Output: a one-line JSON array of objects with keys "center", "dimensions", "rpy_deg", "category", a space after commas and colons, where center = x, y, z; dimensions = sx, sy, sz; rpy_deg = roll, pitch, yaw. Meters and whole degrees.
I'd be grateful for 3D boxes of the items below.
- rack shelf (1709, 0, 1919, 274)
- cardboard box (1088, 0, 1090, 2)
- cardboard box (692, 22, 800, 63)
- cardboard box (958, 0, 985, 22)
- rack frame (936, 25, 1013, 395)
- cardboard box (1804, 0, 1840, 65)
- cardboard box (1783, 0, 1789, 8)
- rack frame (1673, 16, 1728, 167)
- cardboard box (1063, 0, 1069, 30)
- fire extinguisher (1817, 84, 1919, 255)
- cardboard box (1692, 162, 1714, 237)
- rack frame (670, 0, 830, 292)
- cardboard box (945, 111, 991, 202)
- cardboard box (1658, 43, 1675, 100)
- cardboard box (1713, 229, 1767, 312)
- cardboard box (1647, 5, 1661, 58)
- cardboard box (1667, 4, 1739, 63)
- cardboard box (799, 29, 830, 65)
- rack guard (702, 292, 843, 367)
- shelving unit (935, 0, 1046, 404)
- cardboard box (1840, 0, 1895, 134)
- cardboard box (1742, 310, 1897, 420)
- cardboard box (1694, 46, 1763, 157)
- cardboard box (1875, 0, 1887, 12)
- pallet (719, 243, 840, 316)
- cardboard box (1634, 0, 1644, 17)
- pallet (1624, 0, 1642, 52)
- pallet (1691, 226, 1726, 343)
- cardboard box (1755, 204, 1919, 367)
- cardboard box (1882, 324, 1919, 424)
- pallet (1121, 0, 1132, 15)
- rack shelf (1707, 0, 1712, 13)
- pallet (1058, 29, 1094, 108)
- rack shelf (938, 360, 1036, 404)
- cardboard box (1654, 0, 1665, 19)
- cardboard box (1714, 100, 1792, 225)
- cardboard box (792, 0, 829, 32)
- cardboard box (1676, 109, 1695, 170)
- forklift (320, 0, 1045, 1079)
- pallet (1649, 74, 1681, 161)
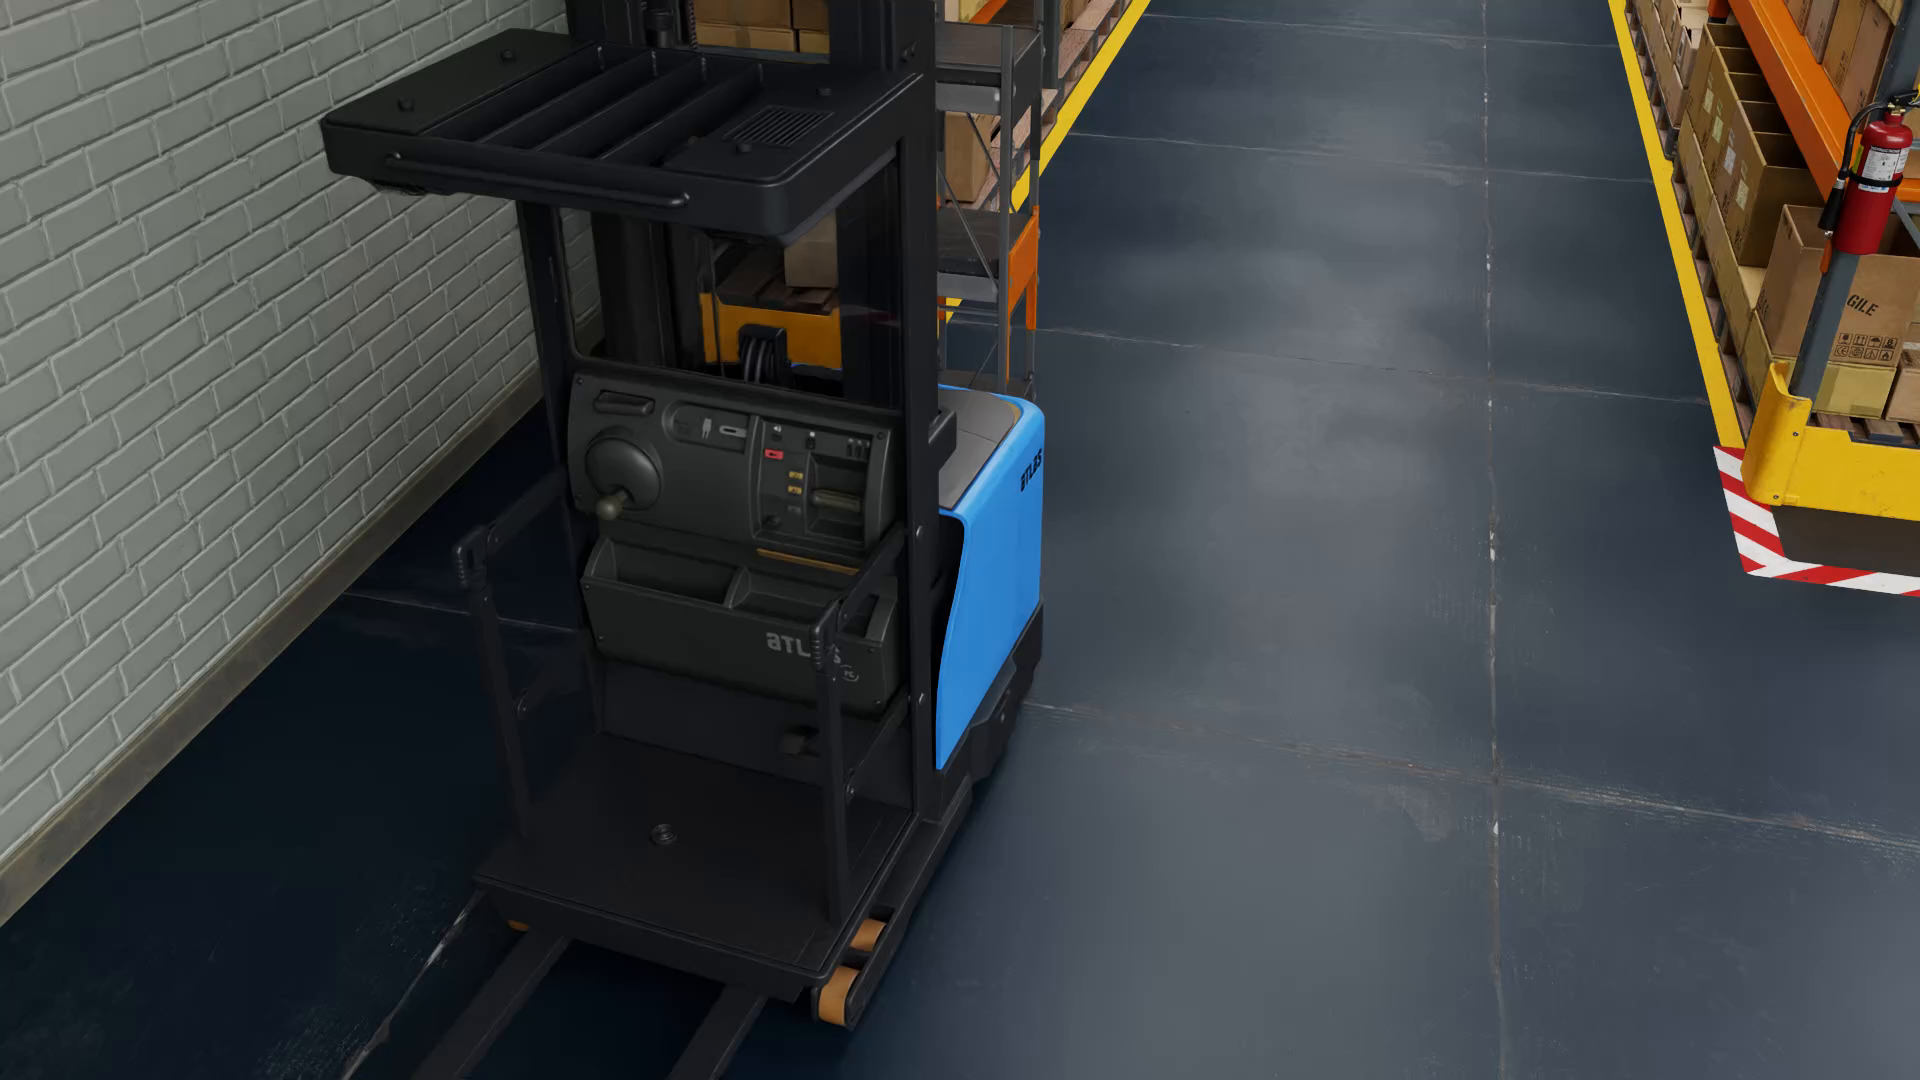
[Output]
[{"center": [4.445, -2.183, 8.058], "dimensions": [1.077, 0.370, 4.000], "rpy_deg": [8, 33, 12], "category": "rack shelf"}, {"center": [0.701, -4.509, 12.967], "dimensions": [0.700, 0.500, 0.500], "rpy_deg": [8, 33, 12], "category": "cardboard box"}, {"center": [-0.924, -2.335, 7.748], "dimensions": [0.500, 0.250, 0.500], "rpy_deg": [8, 33, 13], "category": "cardboard box"}, {"center": [-0.171, -2.811, 8.497], "dimensions": [0.500, 0.250, 0.500], "rpy_deg": [8, 33, 12], "category": "cardboard box"}, {"center": [-0.020, -0.845, 6.123], "dimensions": [0.400, 2.100, 0.015], "rpy_deg": [8, 33, 12], "category": "rack frame"}, {"center": [4.459, -2.535, 7.848], "dimensions": [0.700, 0.500, 0.500], "rpy_deg": [9, 34, 14], "category": "cardboard box"}, {"center": [4.719, -3.061, 8.675], "dimensions": [0.700, 0.500, 0.500], "rpy_deg": [8, 33, 12], "category": "cardboard box"}, {"center": [4.953, -3.524, 9.498], "dimensions": [1.000, 3.000, 0.127], "rpy_deg": [8, 33, 12], "category": "rack frame"}, {"center": [0.414, -3.987, 12.145], "dimensions": [0.700, 0.500, 0.500], "rpy_deg": [7, 33, 11], "category": "cardboard box"}, {"center": [3.458, -1.418, 6.256], "dimensions": [0.296, 0.674, 0.183], "rpy_deg": [8, 33, 12], "category": "fire extinguisher"}, {"center": [4.278, -1.824, 8.995], "dimensions": [0.500, 0.250, 0.500], "rpy_deg": [8, 33, 12], "category": "cardboard box"}, {"center": [-0.855, -2.121, 7.290], "dimensions": [1.000, 3.000, 0.127], "rpy_deg": [8, 33, 12], "category": "rack frame"}, {"center": [-0.213, -2.268, 9.442], "dimensions": [0.700, 0.500, 0.500], "rpy_deg": [6, 33, 9], "category": "cardboard box"}, {"center": [4.908, -3.058, 10.936], "dimensions": [0.500, 0.250, 0.500], "rpy_deg": [8, 33, 12], "category": "cardboard box"}, {"center": [4.028, -1.305, 8.178], "dimensions": [0.500, 0.250, 0.500], "rpy_deg": [8, 33, 12], "category": "cardboard box"}, {"center": [5.168, -3.587, 11.769], "dimensions": [0.500, 0.250, 0.500], "rpy_deg": [9, 33, 13], "category": "cardboard box"}, {"center": [4.904, -3.298, 10.790], "dimensions": [0.500, 0.311, 0.500], "rpy_deg": [9, 34, 14], "category": "cardboard box"}, {"center": [-0.424, -2.276, 7.656], "dimensions": [0.500, 0.250, 0.500], "rpy_deg": [7, 33, 11], "category": "cardboard box"}, {"center": [-0.836, -1.106, 8.023], "dimensions": [1.175, 0.500, 0.348], "rpy_deg": [8, 33, 12], "category": "rack guard"}, {"center": [0.042, -0.972, 6.322], "dimensions": [0.431, 2.100, 0.503], "rpy_deg": [8, 33, 12], "category": "shelving unit"}, {"center": [4.197, -2.004, 7.014], "dimensions": [0.700, 0.500, 0.500], "rpy_deg": [9, 34, 14], "category": "cardboard box"}, {"center": [3.788, -0.784, 7.359], "dimensions": [0.500, 0.250, 0.500], "rpy_deg": [8, 33, 12], "category": "cardboard box"}, {"center": [4.413, -2.399, 9.200], "dimensions": [0.500, 0.500, 0.500], "rpy_deg": [8, 33, 12], "category": "cardboard box"}, {"center": [3.980, -2.257, 6.807], "dimensions": [0.380, 0.149, 0.250], "rpy_deg": [8, 33, 12], "category": "cardboard box"}, {"center": [-0.595, -1.400, 8.756], "dimensions": [1.003, 0.211, 1.213], "rpy_deg": [8, 33, 12], "category": "pallet"}, {"center": [5.424, -4.124, 12.613], "dimensions": [0.500, 0.250, 0.500], "rpy_deg": [7, 33, 11], "category": "cardboard box"}, {"center": [5.721, -4.001, 12.847], "dimensions": [1.003, 0.211, 1.213], "rpy_deg": [8, 33, 12], "category": "pallet"}, {"center": [4.403, -1.305, 8.607], "dimensions": [1.003, 0.211, 1.213], "rpy_deg": [8, 33, 12], "category": "pallet"}, {"center": [3.786, -1.101, 7.158], "dimensions": [0.500, 0.500, 0.500], "rpy_deg": [8, 33, 12], "category": "cardboard box"}, {"center": [4.289, -0.713, 7.248], "dimensions": [0.500, 0.250, 0.500], "rpy_deg": [8, 33, 12], "category": "cardboard box"}, {"center": [0.976, -4.690, 13.931], "dimensions": [1.003, 0.211, 1.213], "rpy_deg": [8, 33, 12], "category": "pallet"}, {"center": [5.460, -4.259, 11.323], "dimensions": [1.077, 0.370, 4.000], "rpy_deg": [8, 33, 12], "category": "rack shelf"}, {"center": [0.356, -3.424, 11.940], "dimensions": [1.003, 0.211, 1.213], "rpy_deg": [8, 33, 12], "category": "pallet"}, {"center": [0.042, -0.370, 6.705], "dimensions": [0.431, 0.518, 0.480], "rpy_deg": [8, 33, 12], "category": "rack shelf"}, {"center": [5.164, -3.817, 11.607], "dimensions": [0.500, 0.311, 0.500], "rpy_deg": [8, 33, 12], "category": "cardboard box"}, {"center": [4.154, -1.881, 8.385], "dimensions": [0.500, 0.500, 0.500], "rpy_deg": [8, 33, 12], "category": "cardboard box"}, {"center": [-0.443, -2.589, 7.449], "dimensions": [0.500, 0.500, 0.500], "rpy_deg": [8, 33, 12], "category": "cardboard box"}, {"center": [4.542, -2.342, 9.809], "dimensions": [0.500, 0.250, 0.500], "rpy_deg": [8, 33, 12], "category": "cardboard box"}, {"center": [-0.695, -0.140, 4.238], "dimensions": [1.130, 2.935, 3.031], "rpy_deg": [11, 34, 17], "category": "forklift"}, {"center": [5.102, -2.735, 10.856], "dimensions": [1.003, 0.211, 1.213], "rpy_deg": [8, 33, 12], "category": "pallet"}]
